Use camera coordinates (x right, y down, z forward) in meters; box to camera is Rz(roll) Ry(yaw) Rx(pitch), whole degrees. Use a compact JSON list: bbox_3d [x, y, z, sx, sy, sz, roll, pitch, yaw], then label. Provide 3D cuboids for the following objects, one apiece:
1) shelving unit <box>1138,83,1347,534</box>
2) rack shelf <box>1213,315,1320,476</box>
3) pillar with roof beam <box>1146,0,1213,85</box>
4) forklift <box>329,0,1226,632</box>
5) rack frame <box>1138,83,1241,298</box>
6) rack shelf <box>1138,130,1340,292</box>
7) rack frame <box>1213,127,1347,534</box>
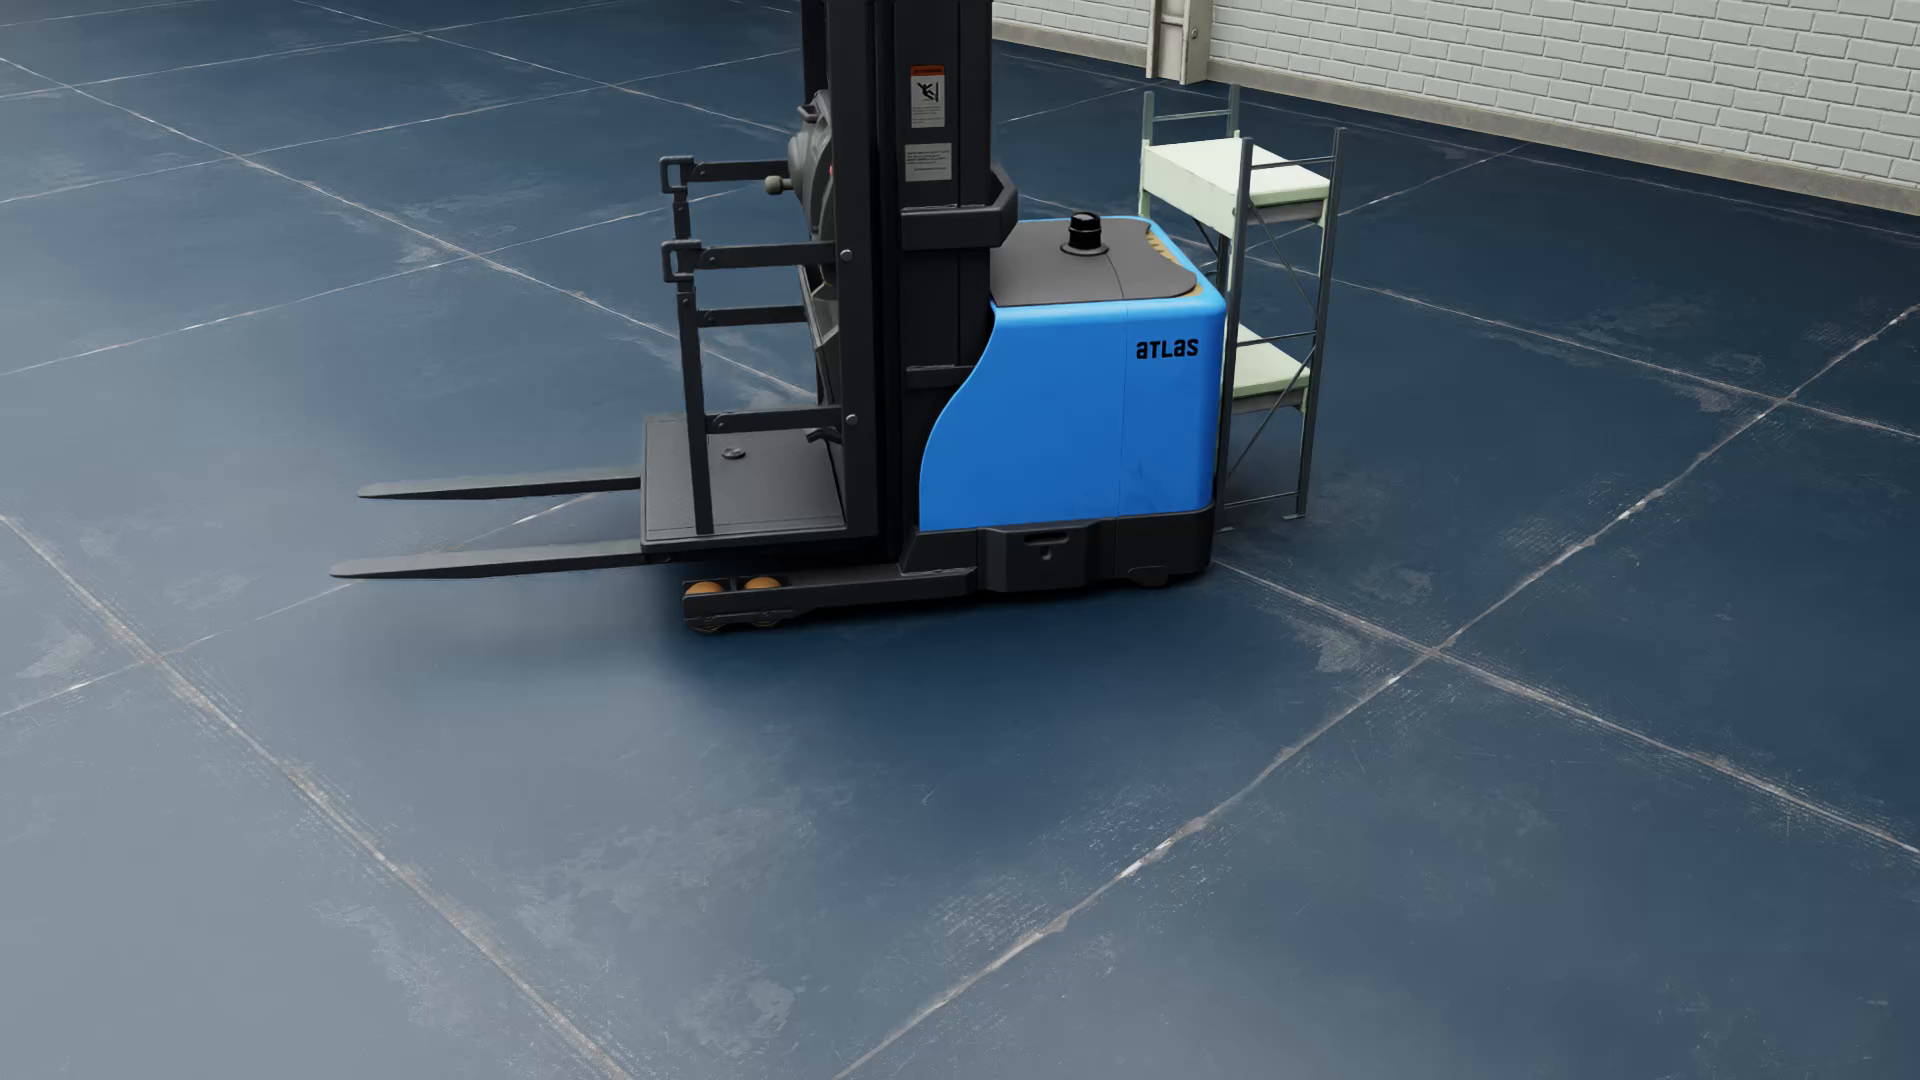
[{"bbox_3d":[1.010,-0.882,6.316,0.431,1.500,0.755,-10,29,-19],"label":"shelving unit"},{"bbox_3d":[1.010,-0.593,6.467,0.431,0.370,0.720,-10,29,-19],"label":"rack shelf"},{"bbox_3d":[-1.290,-6.237,8.443,0.400,9.000,9.100,25,36,38],"label":"pillar with roof beam"},{"bbox_3d":[-0.666,-1.250,5.479,3.031,2.935,1.130,-4,28,-8],"label":"forklift"},{"bbox_3d":[0.878,-1.041,6.618,0.400,1.500,0.023,-10,29,-19],"label":"rack frame"},{"bbox_3d":[1.010,-1.227,6.134,0.431,0.370,0.720,-10,29,-19],"label":"rack shelf"},{"bbox_3d":[1.142,-0.723,6.013,0.400,1.500,0.023,-10,29,-19],"label":"rack frame"}]
